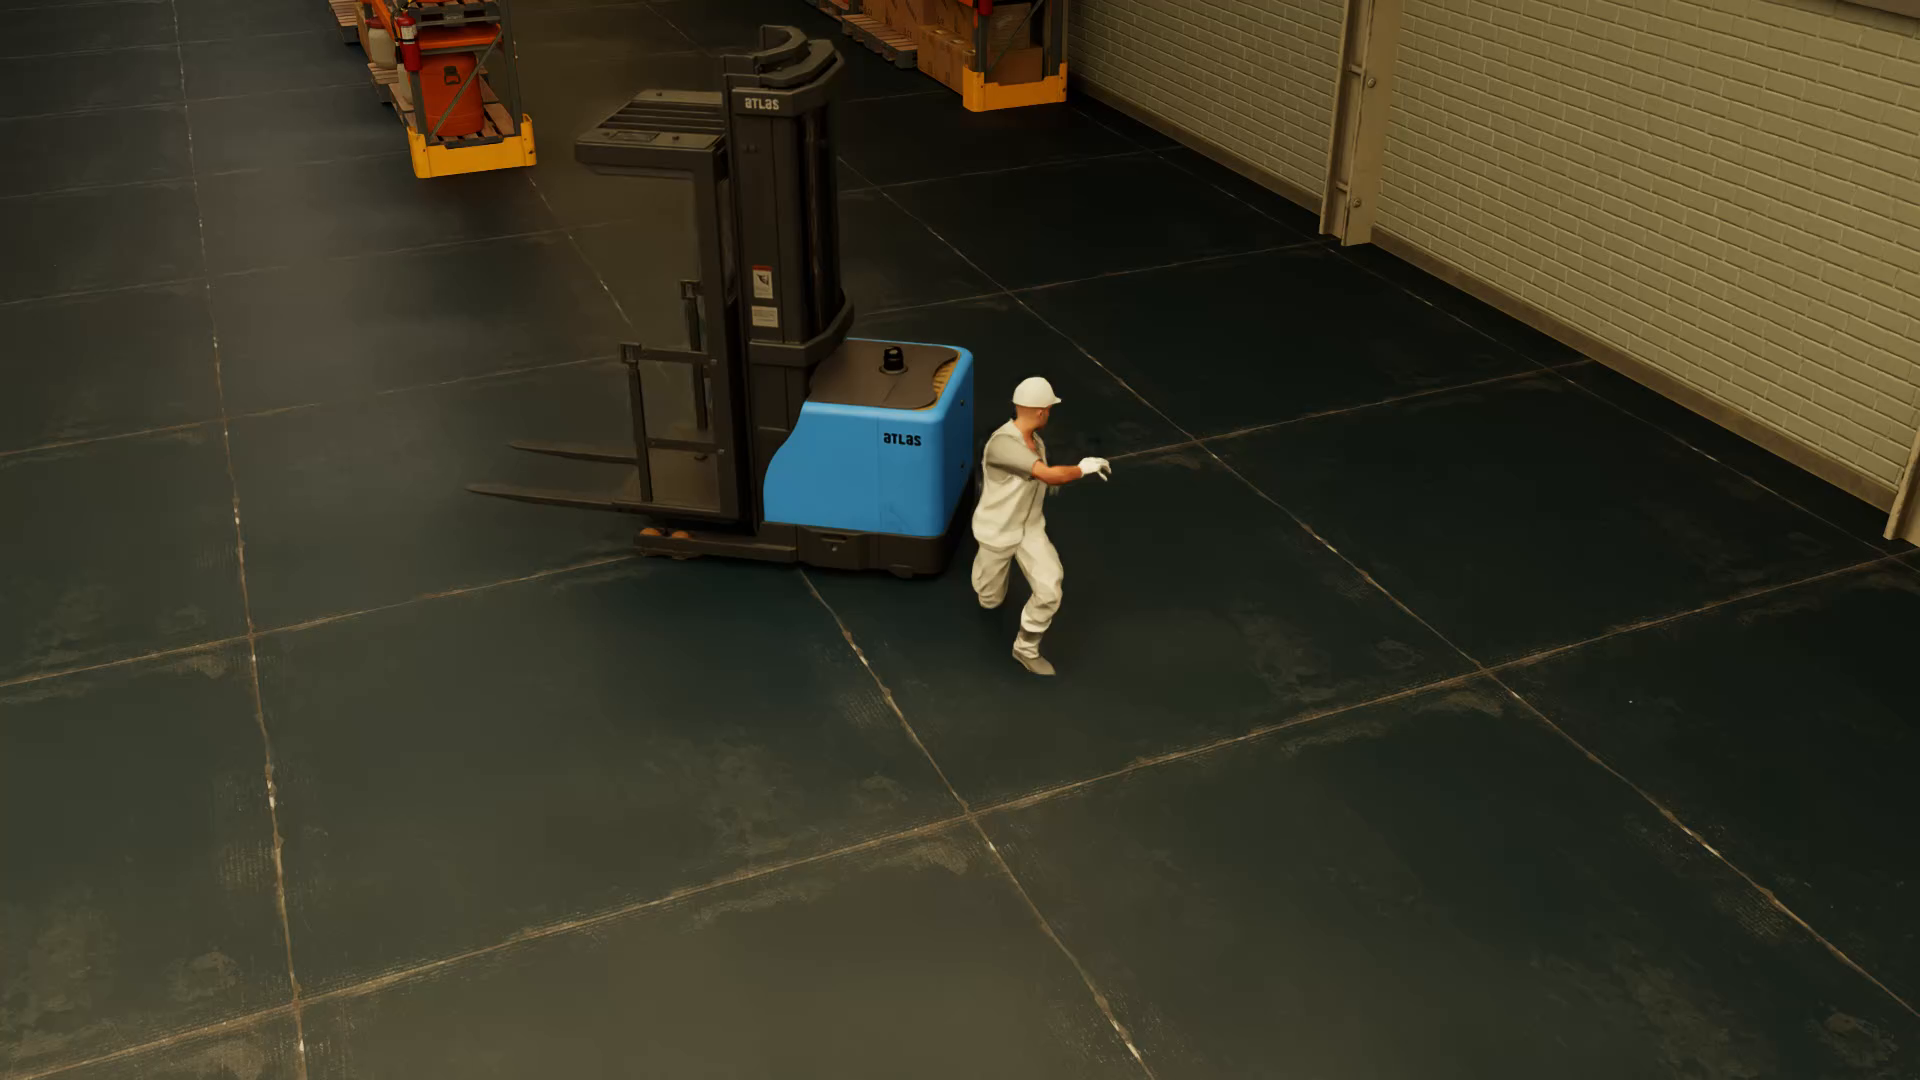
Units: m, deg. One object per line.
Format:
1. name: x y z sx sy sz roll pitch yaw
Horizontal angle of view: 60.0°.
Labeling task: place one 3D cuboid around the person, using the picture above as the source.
1. person: 0.389 -0.149 8.867 0.745 1.540 0.973 -16 33 -25

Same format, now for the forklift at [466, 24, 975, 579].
1. forklift: -1.476 -1.405 9.577 3.031 2.935 1.130 6 30 10
